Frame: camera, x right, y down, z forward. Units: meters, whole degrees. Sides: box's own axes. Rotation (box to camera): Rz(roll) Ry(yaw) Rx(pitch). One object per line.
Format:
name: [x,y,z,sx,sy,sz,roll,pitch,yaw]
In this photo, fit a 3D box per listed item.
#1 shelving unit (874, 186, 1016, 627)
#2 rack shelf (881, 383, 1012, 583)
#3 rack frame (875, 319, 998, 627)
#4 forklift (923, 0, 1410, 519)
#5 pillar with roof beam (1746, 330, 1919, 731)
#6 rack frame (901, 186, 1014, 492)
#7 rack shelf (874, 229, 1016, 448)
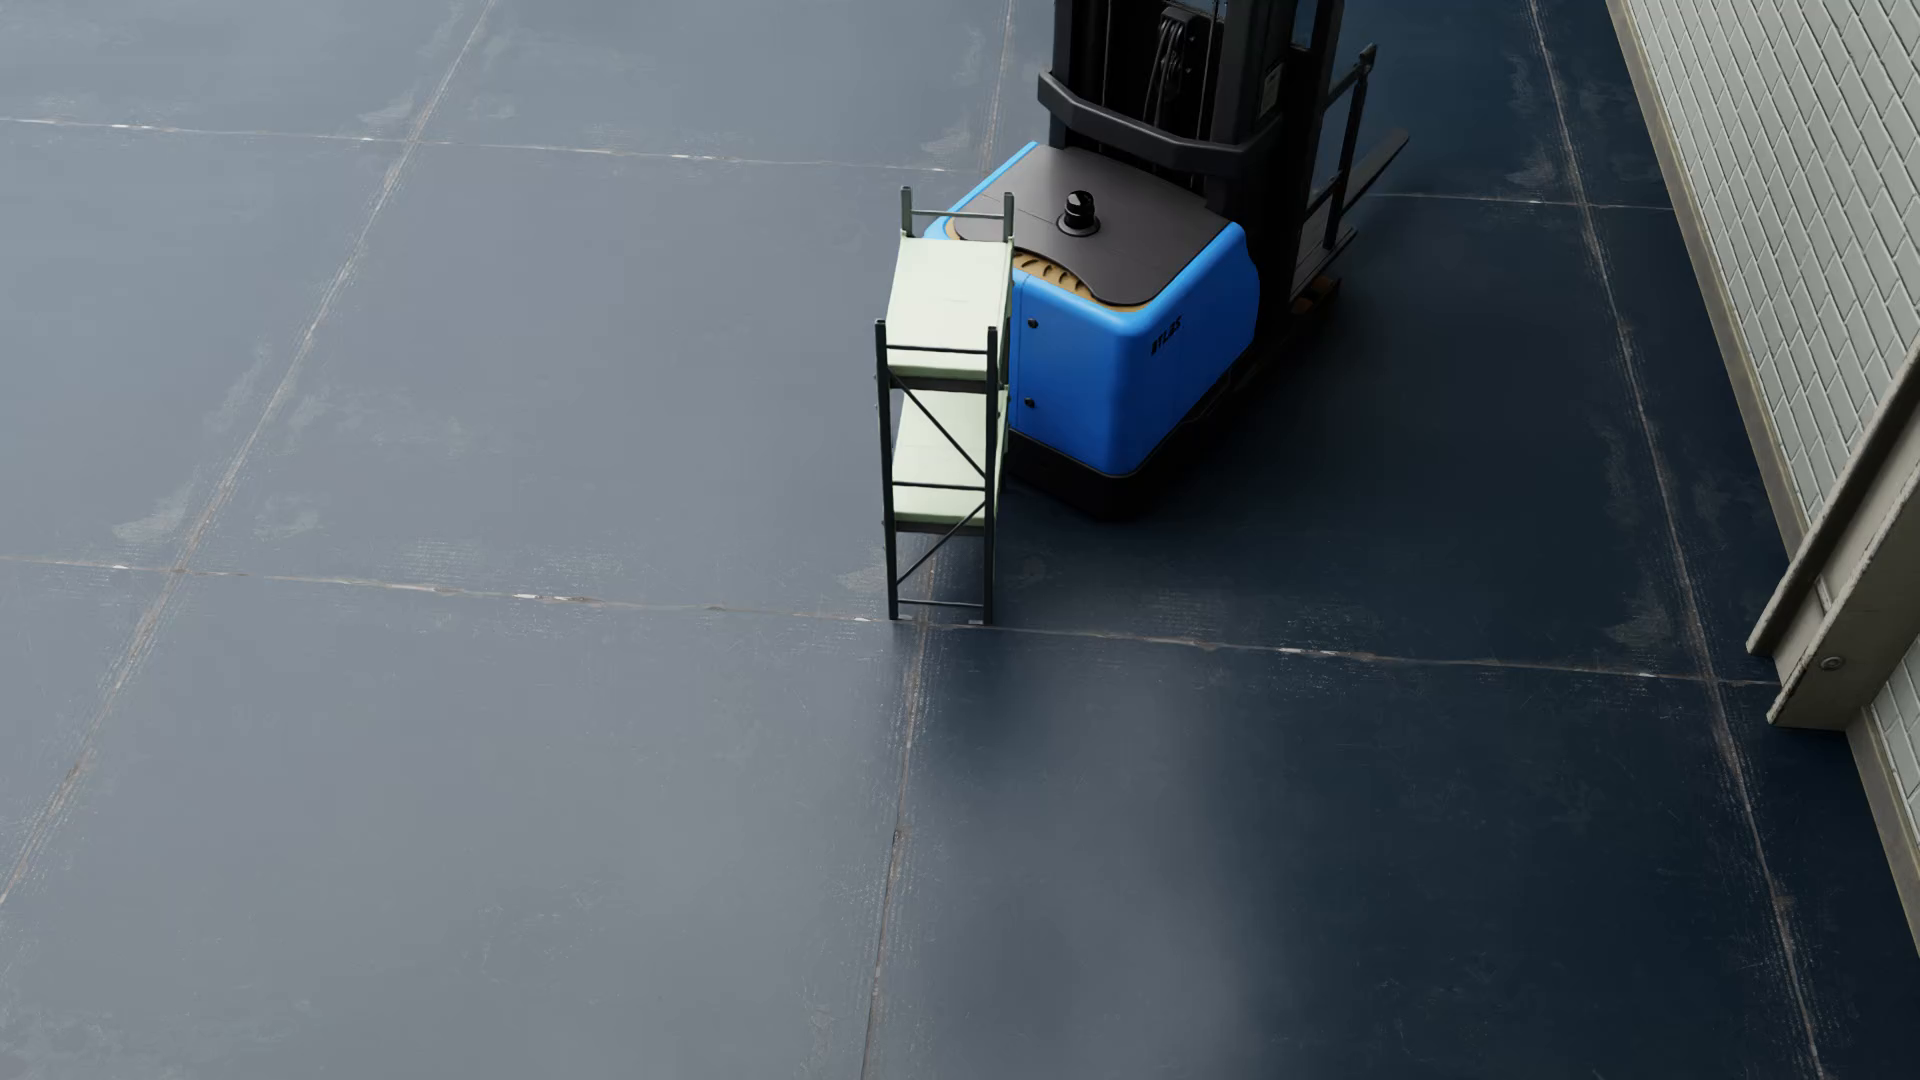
shelving unit: [-0.043,-0.459,6.179,0.431,1.500,0.755,4,48,4]
rack shelf: [-0.043,-0.239,6.420,0.431,0.370,0.720,4,48,4]
rack frame: [-0.076,-0.190,5.933,0.400,1.500,0.023,4,48,4]
forklift: [1.108,-2.126,6.734,1.130,2.935,3.031,28,53,23]
pillar with roof beam: [-1.121,-2.777,3.217,9.100,9.000,0.400,4,48,4]
rack frame: [-0.009,-0.728,6.425,0.400,1.500,0.023,4,48,4]
rack shelf: [-0.043,-0.722,5.891,0.431,0.370,0.720,4,48,4]
